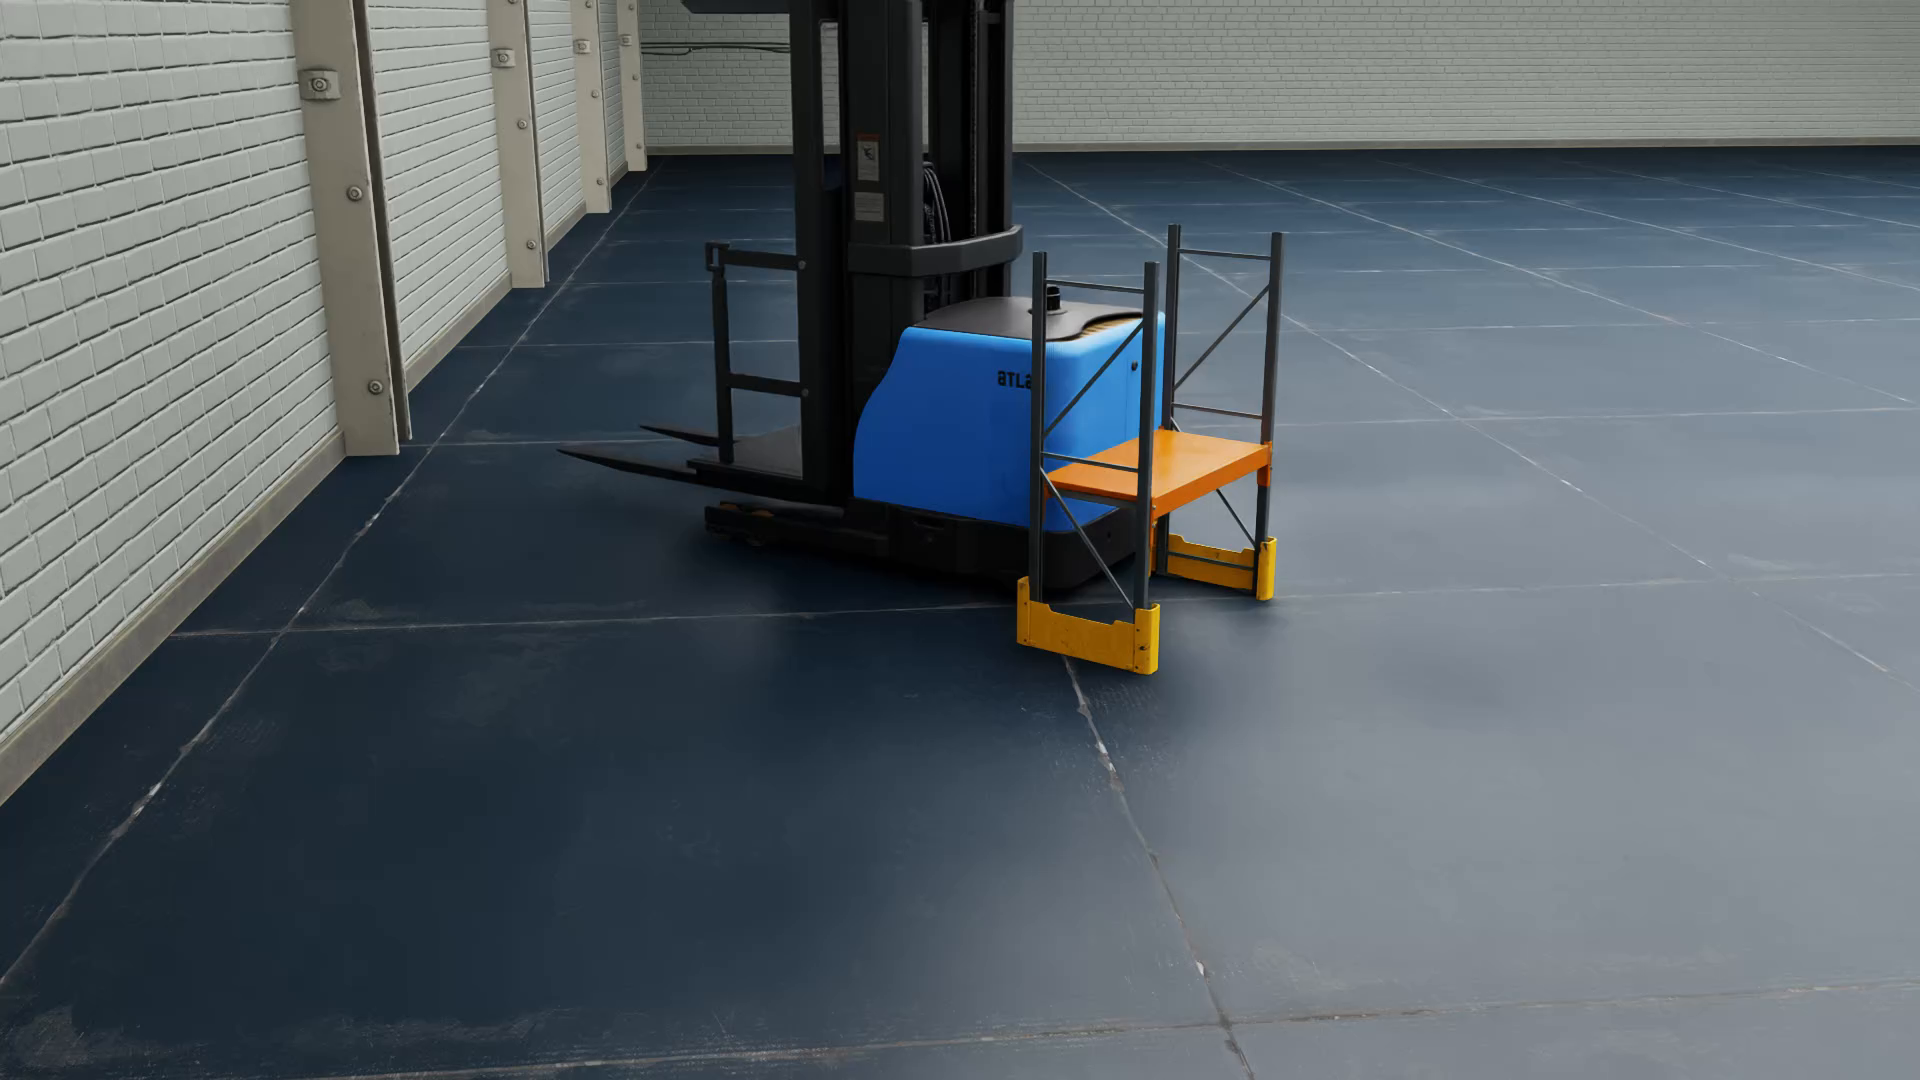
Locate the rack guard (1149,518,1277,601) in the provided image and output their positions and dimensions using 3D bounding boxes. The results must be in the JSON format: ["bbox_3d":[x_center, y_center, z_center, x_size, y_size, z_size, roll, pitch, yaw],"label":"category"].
[{"bbox_3d":[1.049,0.073,7.027,0.587,0.250,0.087,12,21,33],"label":"rack guard"}]

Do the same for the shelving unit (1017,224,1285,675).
[{"bbox_3d":[0.762,-0.401,6.451,0.587,1.500,1.083,12,21,33],"label":"shelving unit"}]

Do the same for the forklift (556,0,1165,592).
[{"bbox_3d":[-0.579,-1.491,7.532,3.031,2.935,1.130,11,20,30],"label":"forklift"}]

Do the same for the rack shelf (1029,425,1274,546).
[{"bbox_3d":[0.767,-0.232,6.512,0.538,0.185,1.000,12,21,33],"label":"rack shelf"}]

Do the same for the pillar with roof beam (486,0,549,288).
[{"bbox_3d":[0.384,-6.739,14.119,9.100,9.000,0.400,-2,18,-6],"label":"pillar with roof beam"}]

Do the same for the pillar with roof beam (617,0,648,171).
[{"bbox_3d":[-0.854,-10.314,25.507,9.100,9.000,0.400,-2,18,-6],"label":"pillar with roof beam"}]

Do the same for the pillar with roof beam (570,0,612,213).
[{"bbox_3d":[-0.235,-8.526,19.813,9.100,9.000,0.400,-2,18,-6],"label":"pillar with roof beam"}]

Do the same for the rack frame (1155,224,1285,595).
[{"bbox_3d":[1.060,-0.528,6.855,0.500,1.500,0.032,12,21,33],"label":"rack frame"}]

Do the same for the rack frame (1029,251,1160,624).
[{"bbox_3d":[0.474,-0.279,6.062,0.500,1.500,0.032,12,21,33],"label":"rack frame"}]

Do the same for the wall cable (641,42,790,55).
[{"bbox_3d":[-4.124,-9.618,28.474,3.097,2.526,0.112,-2,18,-6],"label":"wall cable"}]

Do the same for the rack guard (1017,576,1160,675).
[{"bbox_3d":[0.475,0.317,6.250,0.587,0.250,0.087,12,21,33],"label":"rack guard"}]

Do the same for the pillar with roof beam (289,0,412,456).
[{"bbox_3d":[1.003,-4.951,8.425,9.100,9.000,0.400,-2,18,-6],"label":"pillar with roof beam"}]
